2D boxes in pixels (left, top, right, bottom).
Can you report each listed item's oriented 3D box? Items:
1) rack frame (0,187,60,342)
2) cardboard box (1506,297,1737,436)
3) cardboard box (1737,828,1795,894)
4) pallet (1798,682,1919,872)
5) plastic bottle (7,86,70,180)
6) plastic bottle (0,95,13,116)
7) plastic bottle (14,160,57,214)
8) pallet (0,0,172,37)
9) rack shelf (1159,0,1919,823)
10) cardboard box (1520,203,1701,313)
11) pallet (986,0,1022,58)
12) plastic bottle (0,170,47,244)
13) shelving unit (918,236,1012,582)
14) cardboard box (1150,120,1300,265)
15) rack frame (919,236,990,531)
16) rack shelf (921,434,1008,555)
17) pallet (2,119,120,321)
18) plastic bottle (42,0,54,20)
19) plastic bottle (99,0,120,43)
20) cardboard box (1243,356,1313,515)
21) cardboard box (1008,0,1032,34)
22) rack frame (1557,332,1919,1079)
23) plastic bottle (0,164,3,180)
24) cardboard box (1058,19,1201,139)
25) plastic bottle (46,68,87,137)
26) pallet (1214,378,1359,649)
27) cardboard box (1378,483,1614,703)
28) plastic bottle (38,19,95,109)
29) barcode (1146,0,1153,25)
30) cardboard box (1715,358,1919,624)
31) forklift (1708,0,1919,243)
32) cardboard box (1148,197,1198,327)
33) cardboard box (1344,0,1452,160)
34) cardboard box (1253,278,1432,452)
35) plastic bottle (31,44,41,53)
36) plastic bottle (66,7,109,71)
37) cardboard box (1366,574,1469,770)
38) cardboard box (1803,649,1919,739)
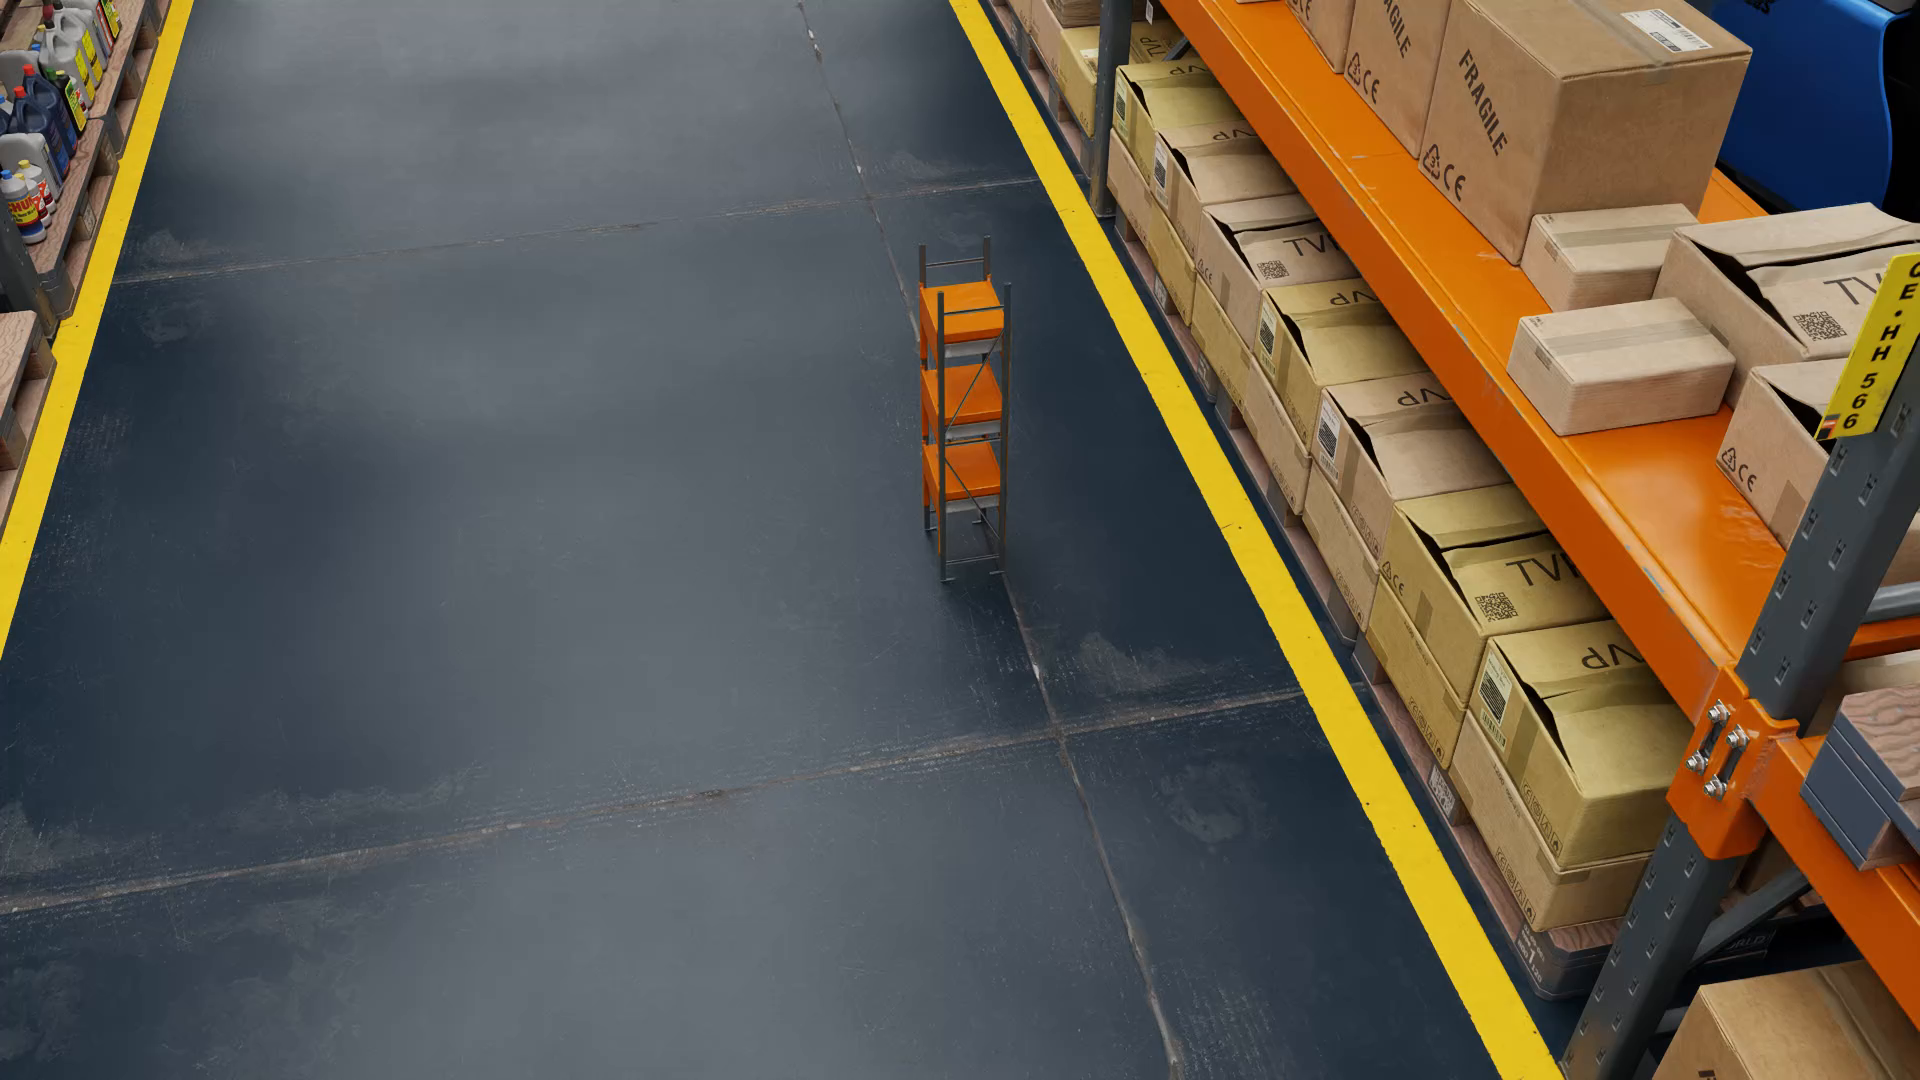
[{"bbox_3d":[-3.809,-1.815,5.035,1.000,3.000,0.127,-8,42,-9],"label":"rack frame"},{"bbox_3d":[1.428,-0.379,3.607,0.380,0.149,0.250,-8,42,-9],"label":"cardboard box"},{"bbox_3d":[2.066,0.560,4.114,0.500,0.250,0.500,-8,42,-9],"label":"cardboard box"},{"bbox_3d":[2.107,0.572,2.491,1.213,0.211,1.003,-8,42,-9],"label":"pallet"},{"bbox_3d":[-3.578,-1.572,6.425,0.144,0.351,0.185,-7,42,-8],"label":"plastic bottle"},{"bbox_3d":[-3.727,-1.619,6.538,0.097,0.271,0.097,0,42,0],"label":"plastic bottle"},{"bbox_3d":[-3.494,-1.334,6.270,0.097,0.201,0.097,0,42,0],"label":"plastic bottle"},{"bbox_3d":[-4.440,-2.795,8.240,1.003,0.211,1.213,-8,42,-9],"label":"pallet"},{"bbox_3d":[1.460,-0.957,4.610,1.077,0.370,4.000,-8,42,-9],"label":"rack shelf"},{"bbox_3d":[1.562,-0.654,3.917,0.380,0.149,0.250,-5,42,-6],"label":"cardboard box"},{"bbox_3d":[0.631,-2.793,8.238,1.003,0.211,1.213,-8,42,-9],"label":"pallet"},{"bbox_3d":[-3.450,-1.229,6.098,0.097,0.271,0.097,0,42,0],"label":"plastic bottle"},{"bbox_3d":[0.012,-0.358,4.862,0.215,1.050,0.252,-8,42,-9],"label":"shelving unit"},{"bbox_3d":[0.977,-1.232,5.711,0.500,0.311,0.500,-9,42,-10],"label":"cardboard box"},{"bbox_3d":[-0.015,-0.437,4.951,0.200,1.050,0.008,-8,42,-9],"label":"rack frame"},{"bbox_3d":[0.012,-0.142,5.054,0.215,0.259,0.240,-8,42,-9],"label":"rack shelf"},{"bbox_3d":[-3.913,-1.213,6.458,1.003,0.211,1.213,-8,42,-9],"label":"pallet"},{"bbox_3d":[-3.924,-2.246,7.235,0.061,0.283,0.133,-8,42,-9],"label":"plastic bottle"},{"bbox_3d":[-3.805,-2.356,7.359,0.061,0.283,0.133,-7,42,-8],"label":"plastic bottle"},{"bbox_3d":[1.206,-0.357,5.148,0.500,0.250,0.500,-8,42,-8],"label":"cardboard box"},{"bbox_3d":[0.494,-2.568,7.638,0.500,0.250,0.500,-8,42,-9],"label":"cardboard box"},{"bbox_3d":[1.892,0.070,2.911,1.000,3.000,0.127,-8,42,-9],"label":"rack frame"},{"bbox_3d":[-3.650,-1.423,6.308,0.061,0.283,0.133,-8,42,-9],"label":"plastic bottle"},{"bbox_3d":[0.715,-1.920,6.909,0.500,0.250,0.500,-8,42,-9],"label":"cardboard box"},{"bbox_3d":[-3.614,-1.782,6.712,0.061,0.283,0.133,-7,42,-7],"label":"plastic bottle"},{"bbox_3d":[1.492,-0.215,5.333,1.003,0.211,1.213,-8,42,-9],"label":"pallet"},{"bbox_3d":[1.420,0.092,4.219,0.500,0.311,0.500,-9,42,-10],"label":"cardboard box"},{"bbox_3d":[-3.711,-1.969,6.873,0.144,0.351,0.185,-9,42,-10],"label":"plastic bottle"},{"bbox_3d":[0.677,-1.886,5.944,0.001,0.075,0.075,-8,42,-9],"label":"barcode"},{"bbox_3d":[1.856,-0.138,3.213,0.500,0.311,0.500,-6,42,-7],"label":"cardboard box"},{"bbox_3d":[3.865,-1.747,5.010,1.130,2.935,3.031,-15,44,-16],"label":"forklift"},{"bbox_3d":[0.983,-1.023,5.897,0.500,0.250,0.500,-7,42,-8],"label":"cardboard box"},{"bbox_3d":[1.400,-1.393,4.485,0.500,0.500,0.500,-8,42,-9],"label":"cardboard box"},{"bbox_3d":[1.207,-0.561,4.955,0.500,0.311,0.500,-7,42,-8],"label":"cardboard box"},{"bbox_3d":[-3.859,-1.989,7.007,0.097,0.201,0.097,0,42,0],"label":"plastic bottle"},{"bbox_3d":[-3.790,-2.169,7.154,0.152,0.276,0.135,-9,42,-10],"label":"plastic bottle"},{"bbox_3d":[1.425,0.302,4.405,0.500,0.250,0.500,-9,42,-10],"label":"cardboard box"},{"bbox_3d":[2.066,0.350,3.928,0.500,0.311,0.500,-7,42,-8],"label":"cardboard box"}]
